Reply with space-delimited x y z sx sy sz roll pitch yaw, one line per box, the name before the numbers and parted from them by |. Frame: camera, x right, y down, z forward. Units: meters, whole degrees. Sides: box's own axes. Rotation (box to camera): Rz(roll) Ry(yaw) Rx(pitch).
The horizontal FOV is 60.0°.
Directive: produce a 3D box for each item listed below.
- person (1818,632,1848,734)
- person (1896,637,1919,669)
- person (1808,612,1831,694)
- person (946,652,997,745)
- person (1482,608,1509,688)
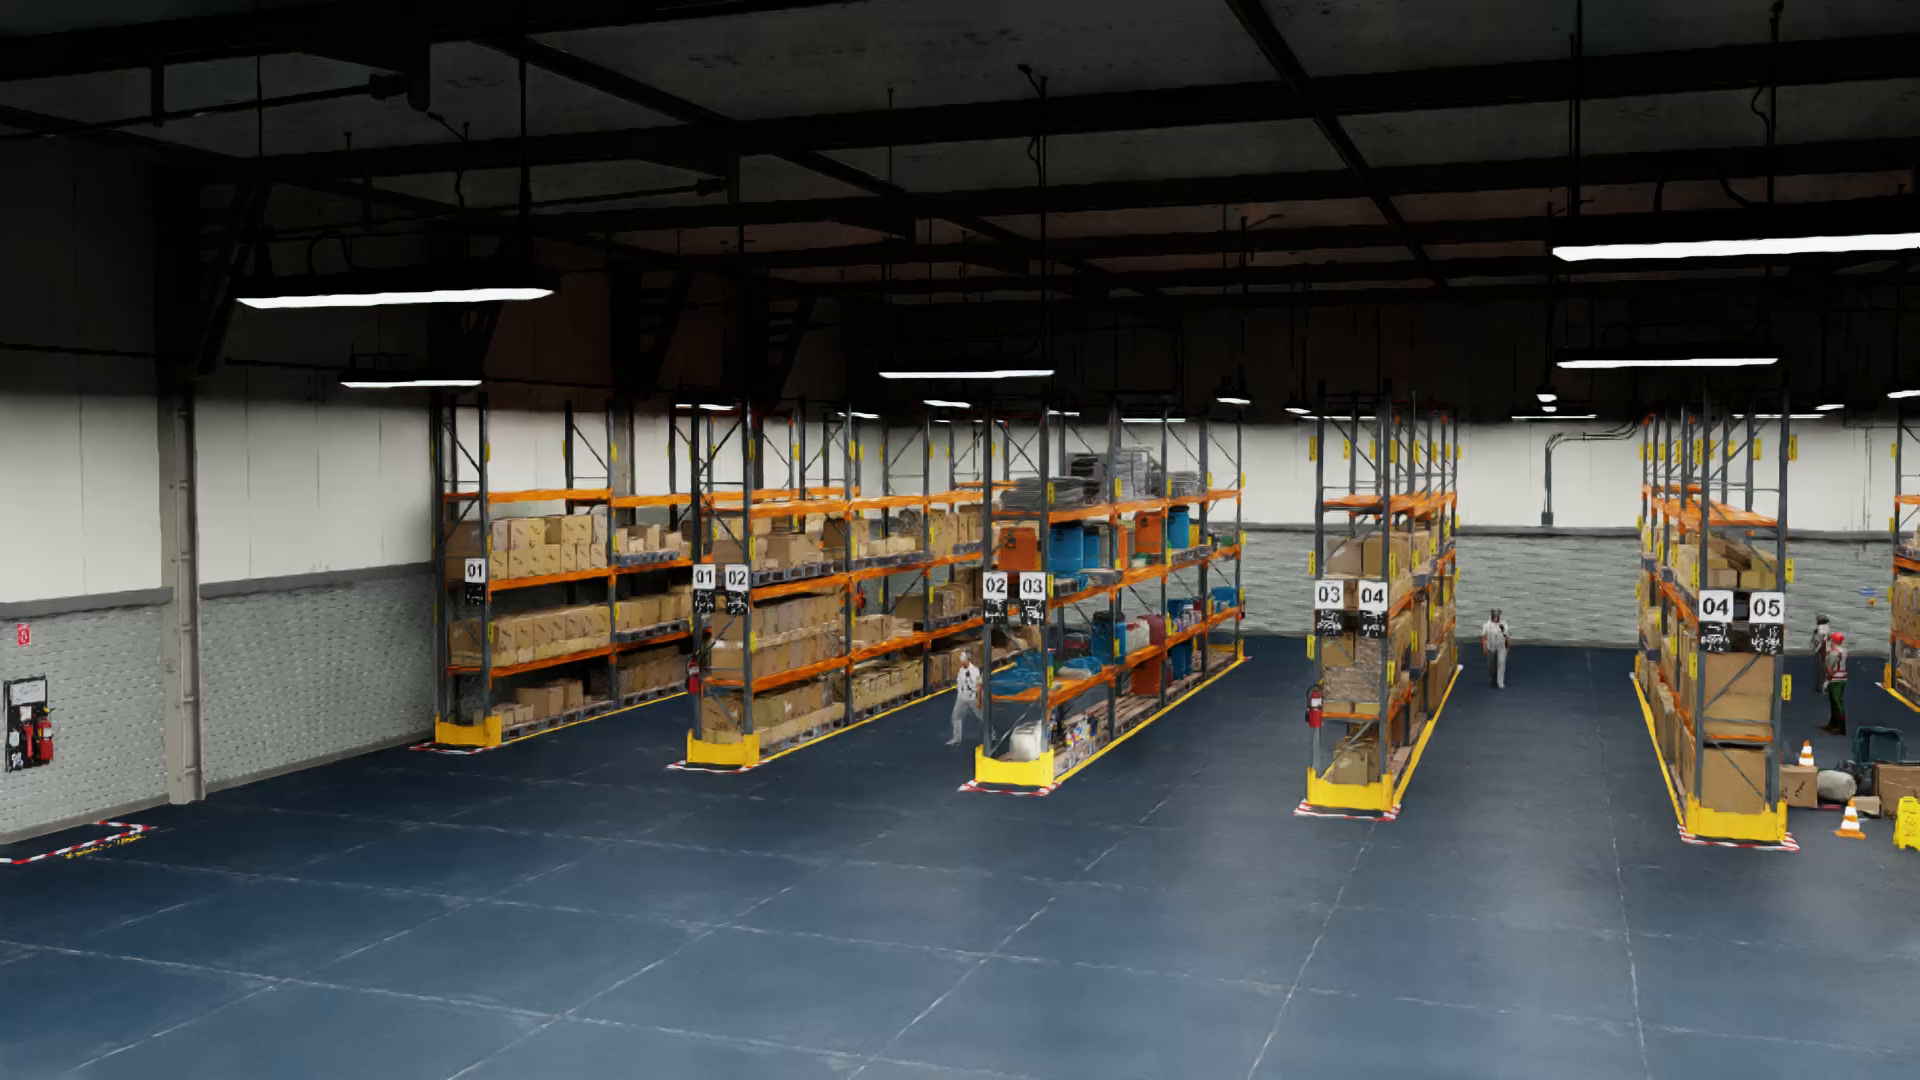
person | 15.538 2.521 29.571 0.646 1.785 0.547 -3 4 -43
person | 21.412 2.149 37.541 0.635 1.710 0.584 -1 3 -13
person | 17.830 2.333 34.390 0.487 1.664 0.650 2 3 28
person | 0.219 2.689 28.361 0.534 1.598 0.940 3 4 41
person | 11.350 2.270 35.270 0.542 1.675 1.126 1 3 22
